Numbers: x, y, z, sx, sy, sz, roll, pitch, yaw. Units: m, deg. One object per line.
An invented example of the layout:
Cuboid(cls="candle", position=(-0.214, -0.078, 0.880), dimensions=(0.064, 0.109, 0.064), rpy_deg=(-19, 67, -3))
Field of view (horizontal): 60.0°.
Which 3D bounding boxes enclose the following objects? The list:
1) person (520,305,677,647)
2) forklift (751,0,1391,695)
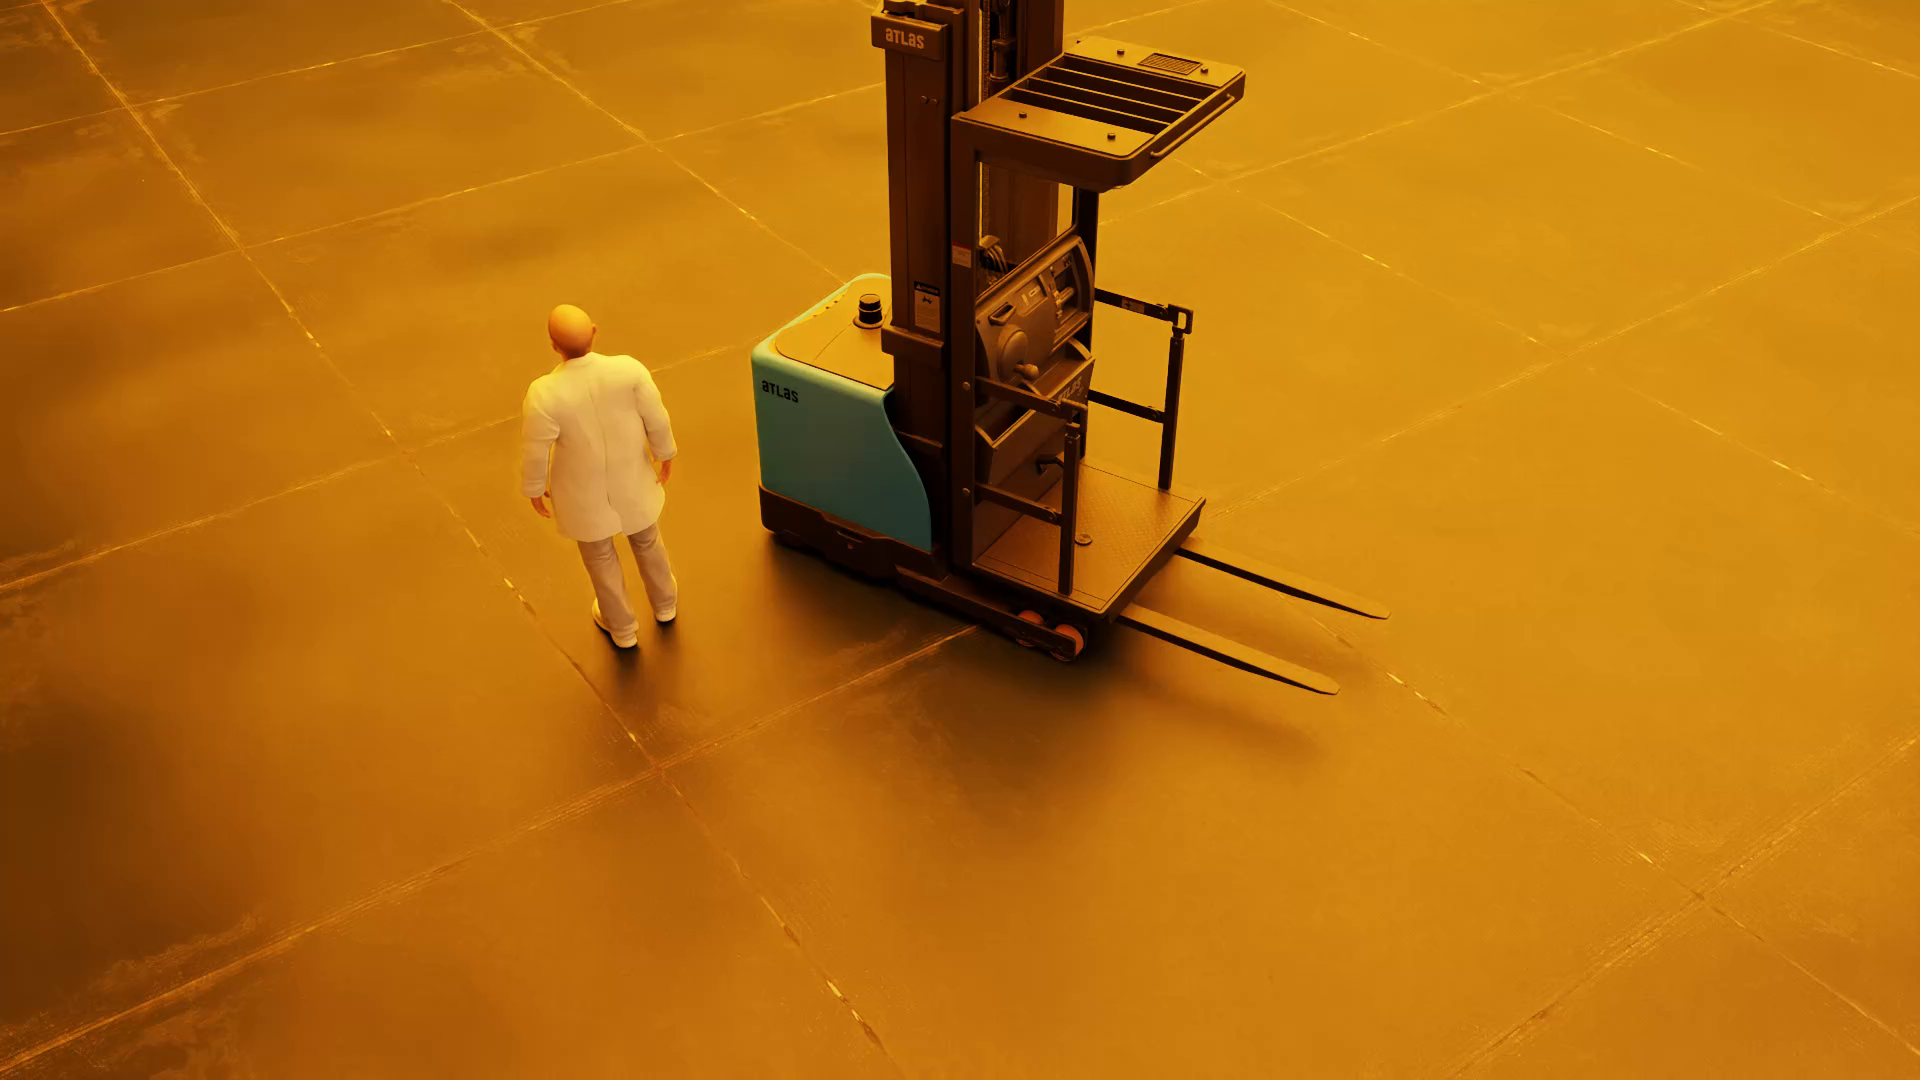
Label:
Cuboid(cls="person", position=(-1.600, -0.314, 7.327), dimensions=(0.695, 1.776, 0.581), rpy_deg=(-14, 39, -18))
Cuboid(cls="forklift", position=(0.514, -0.985, 7.276), dimensions=(3.031, 2.935, 1.130), rpy_deg=(21, 41, 26))
